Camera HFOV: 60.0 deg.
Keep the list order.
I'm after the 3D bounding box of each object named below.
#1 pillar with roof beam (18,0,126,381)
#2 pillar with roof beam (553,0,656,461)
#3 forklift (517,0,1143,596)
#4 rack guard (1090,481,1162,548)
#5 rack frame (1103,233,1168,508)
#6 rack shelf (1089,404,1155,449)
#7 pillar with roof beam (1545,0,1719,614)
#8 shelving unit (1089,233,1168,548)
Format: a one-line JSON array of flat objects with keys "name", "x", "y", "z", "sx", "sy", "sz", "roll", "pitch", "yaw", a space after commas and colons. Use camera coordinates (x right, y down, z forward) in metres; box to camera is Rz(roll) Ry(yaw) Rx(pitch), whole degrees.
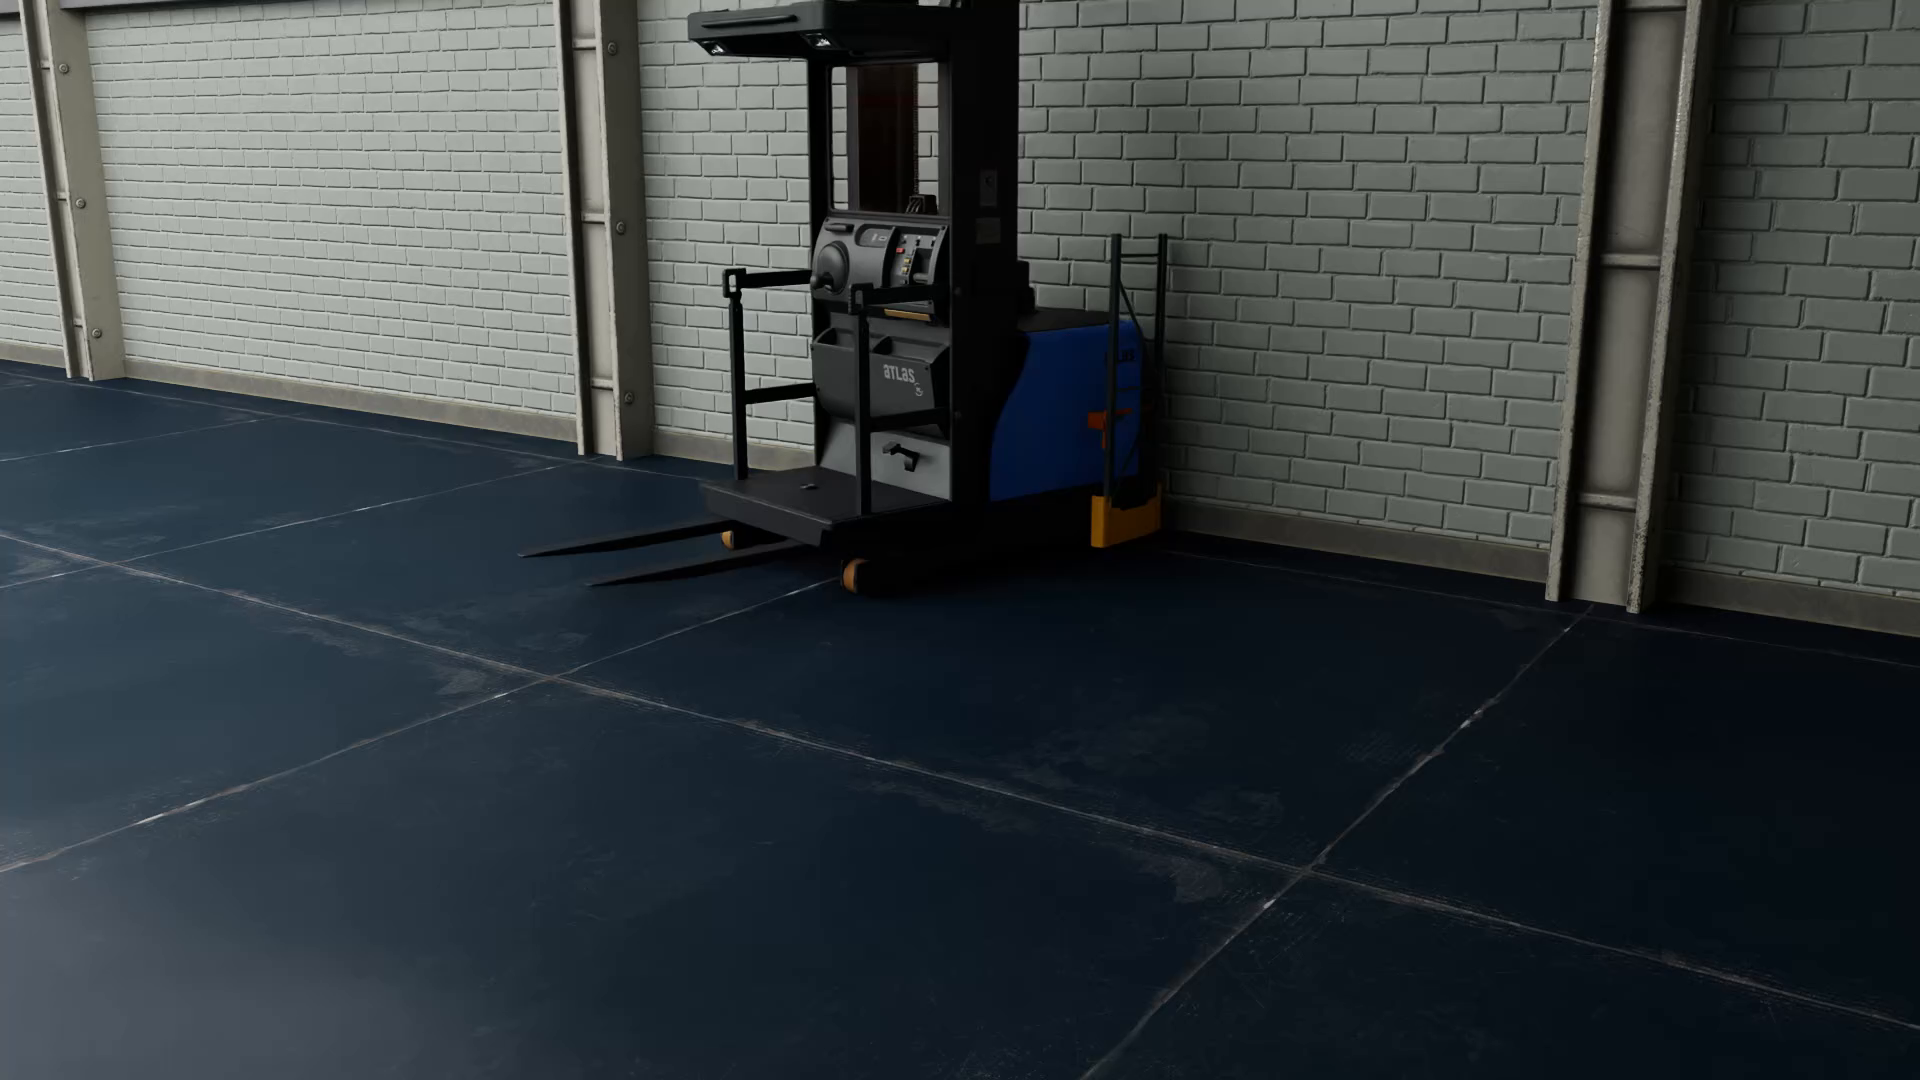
[{"name": "pillar with roof beam", "x": -9.552, "y": -4.863, "z": 9.241, "sx": 0.400, "sy": 9.000, "sz": 9.100, "roll": 9, "pitch": 17, "yaw": 33}, {"name": "pillar with roof beam", "x": -4.573, "y": -4.058, "z": 5.990, "sx": 0.400, "sy": 9.000, "sz": 9.100, "roll": 9, "pitch": 17, "yaw": 33}, {"name": "forklift", "x": -0.536, "y": -1.319, "z": 7.552, "sx": 3.031, "sy": 2.935, "sz": 1.130, "roll": -11, "pitch": 18, "yaw": -39}, {"name": "rack guard", "x": 0.833, "y": -0.131, "z": 8.293, "sx": 0.087, "sy": 0.250, "sz": 0.587, "roll": 9, "pitch": 13, "yaw": 34}, {"name": "rack frame", "x": 0.859, "y": -0.742, "z": 8.163, "sx": 0.032, "sy": 1.500, "sz": 0.500, "roll": 9, "pitch": 13, "yaw": 34}, {"name": "rack shelf", "x": 0.441, "y": -0.628, "z": 8.484, "sx": 1.000, "sy": 0.185, "sz": 0.538, "roll": 9, "pitch": 13, "yaw": 34}, {"name": "pillar with roof beam", "x": 0.406, "y": -3.254, "z": 2.740, "sx": 0.400, "sy": 9.000, "sz": 9.100, "roll": 9, "pitch": 17, "yaw": 33}, {"name": "shelving unit", "x": 0.436, "y": -0.806, "z": 8.455, "sx": 1.083, "sy": 1.500, "sz": 0.587, "roll": 9, "pitch": 13, "yaw": 34}]
